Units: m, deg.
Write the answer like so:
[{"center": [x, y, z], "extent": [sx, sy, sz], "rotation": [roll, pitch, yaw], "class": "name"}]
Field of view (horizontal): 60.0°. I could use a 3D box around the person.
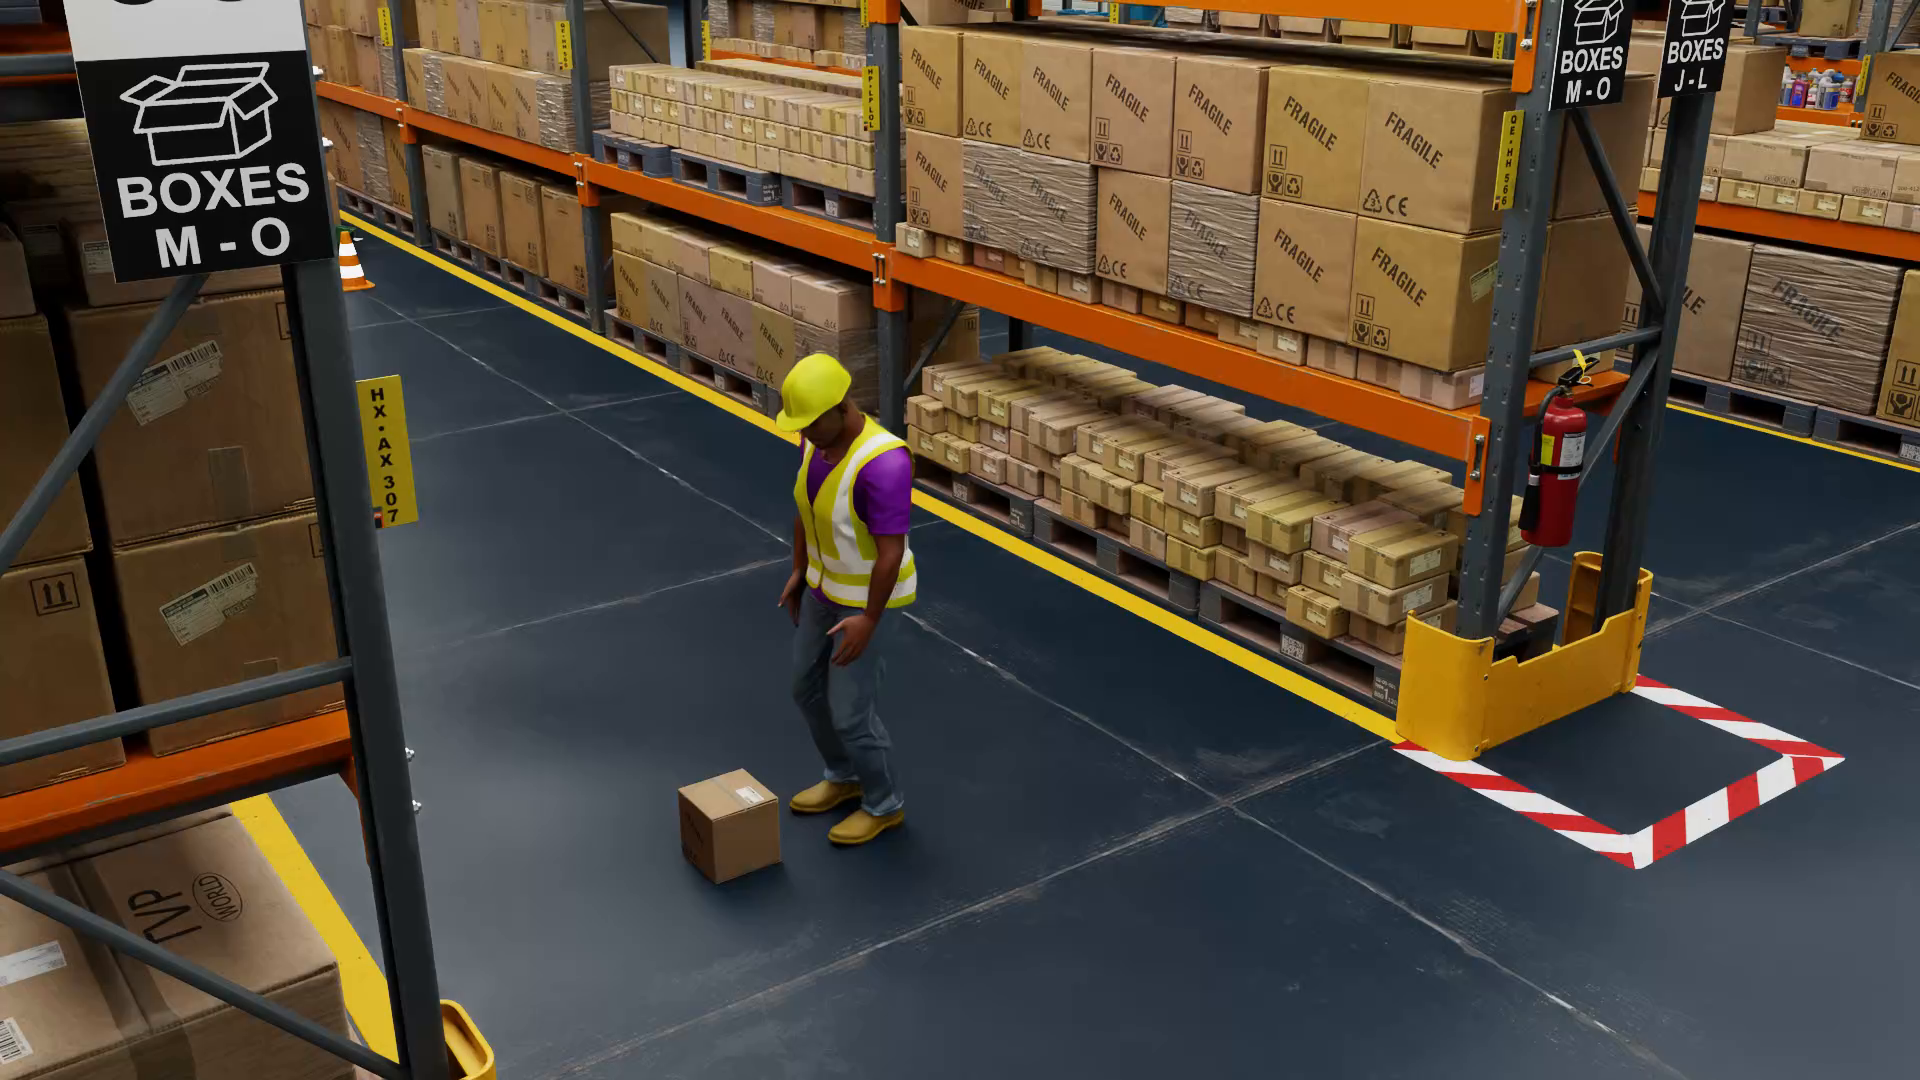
[{"center": [-0.385, 0.199, 5.612], "extent": [0.453, 1.715, 0.591], "rotation": [-14, 25, -32], "class": "person"}]
